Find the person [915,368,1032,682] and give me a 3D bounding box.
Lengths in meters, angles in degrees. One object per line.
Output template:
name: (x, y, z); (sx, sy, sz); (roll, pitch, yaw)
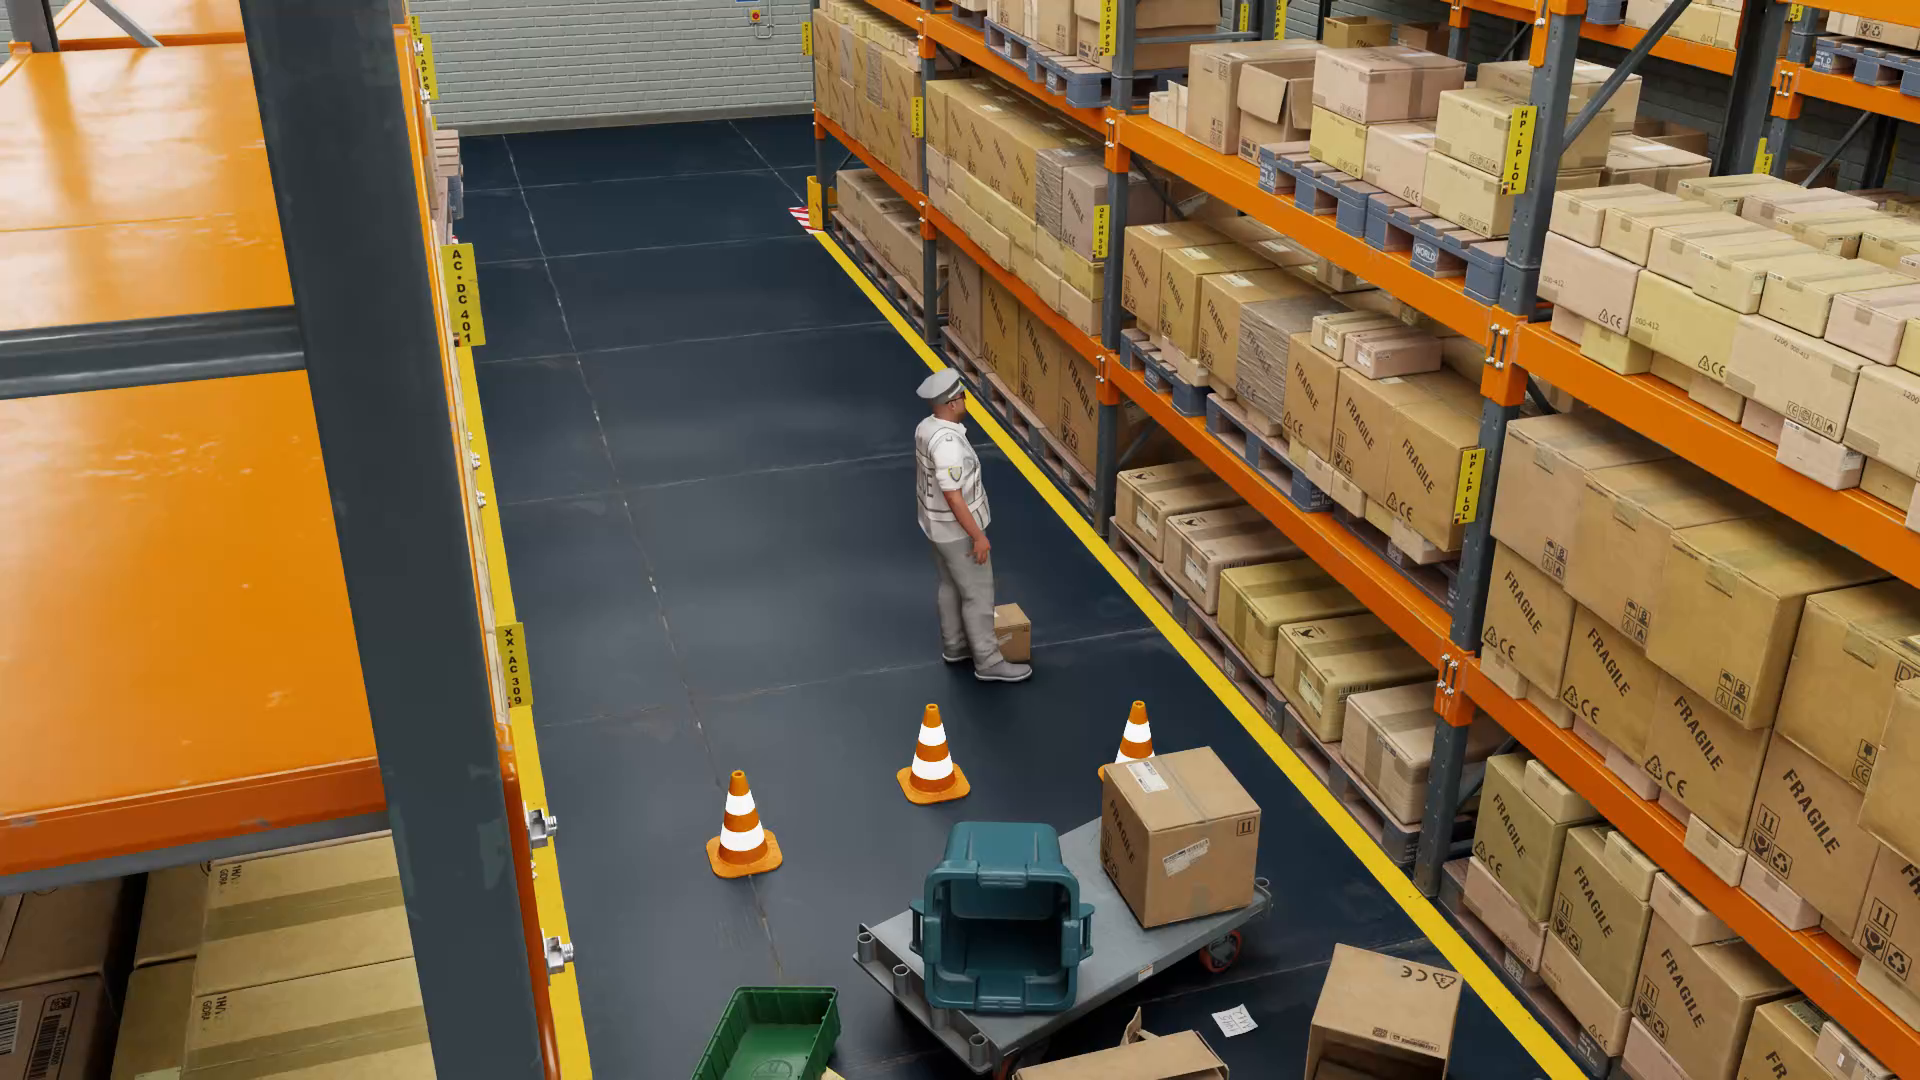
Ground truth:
person: (0.056, -0.102, 9.259); (0.575, 1.781, 0.640); (-8, 27, -16)
